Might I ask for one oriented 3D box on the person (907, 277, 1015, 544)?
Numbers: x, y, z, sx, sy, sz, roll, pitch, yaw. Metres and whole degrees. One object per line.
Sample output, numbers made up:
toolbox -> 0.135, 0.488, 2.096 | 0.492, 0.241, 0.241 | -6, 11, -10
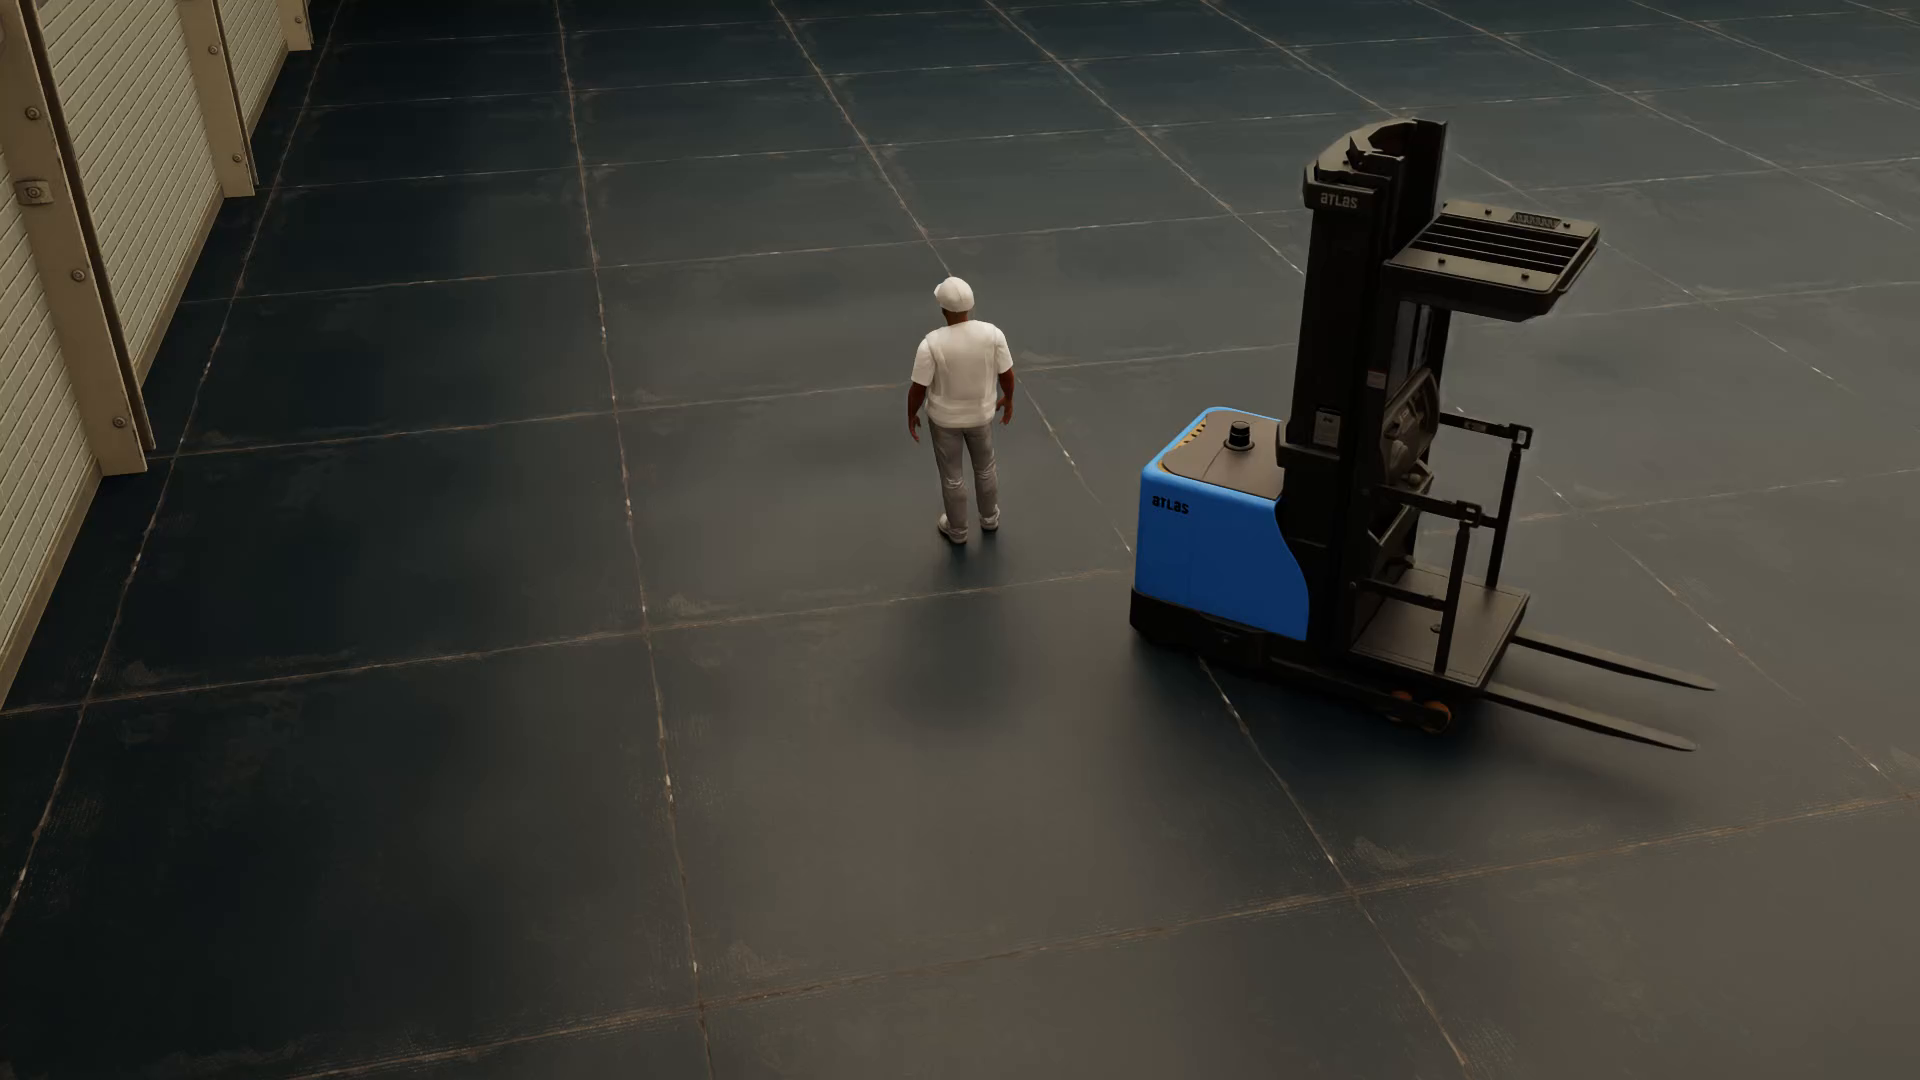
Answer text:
person -> -0.010, -0.805, 10.114 | 0.665, 1.766, 0.576 | -7, 31, -12

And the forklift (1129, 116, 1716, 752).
forklift -> 2.505, -0.557, 8.537 | 3.031, 2.935, 1.130 | 16, 34, 26
